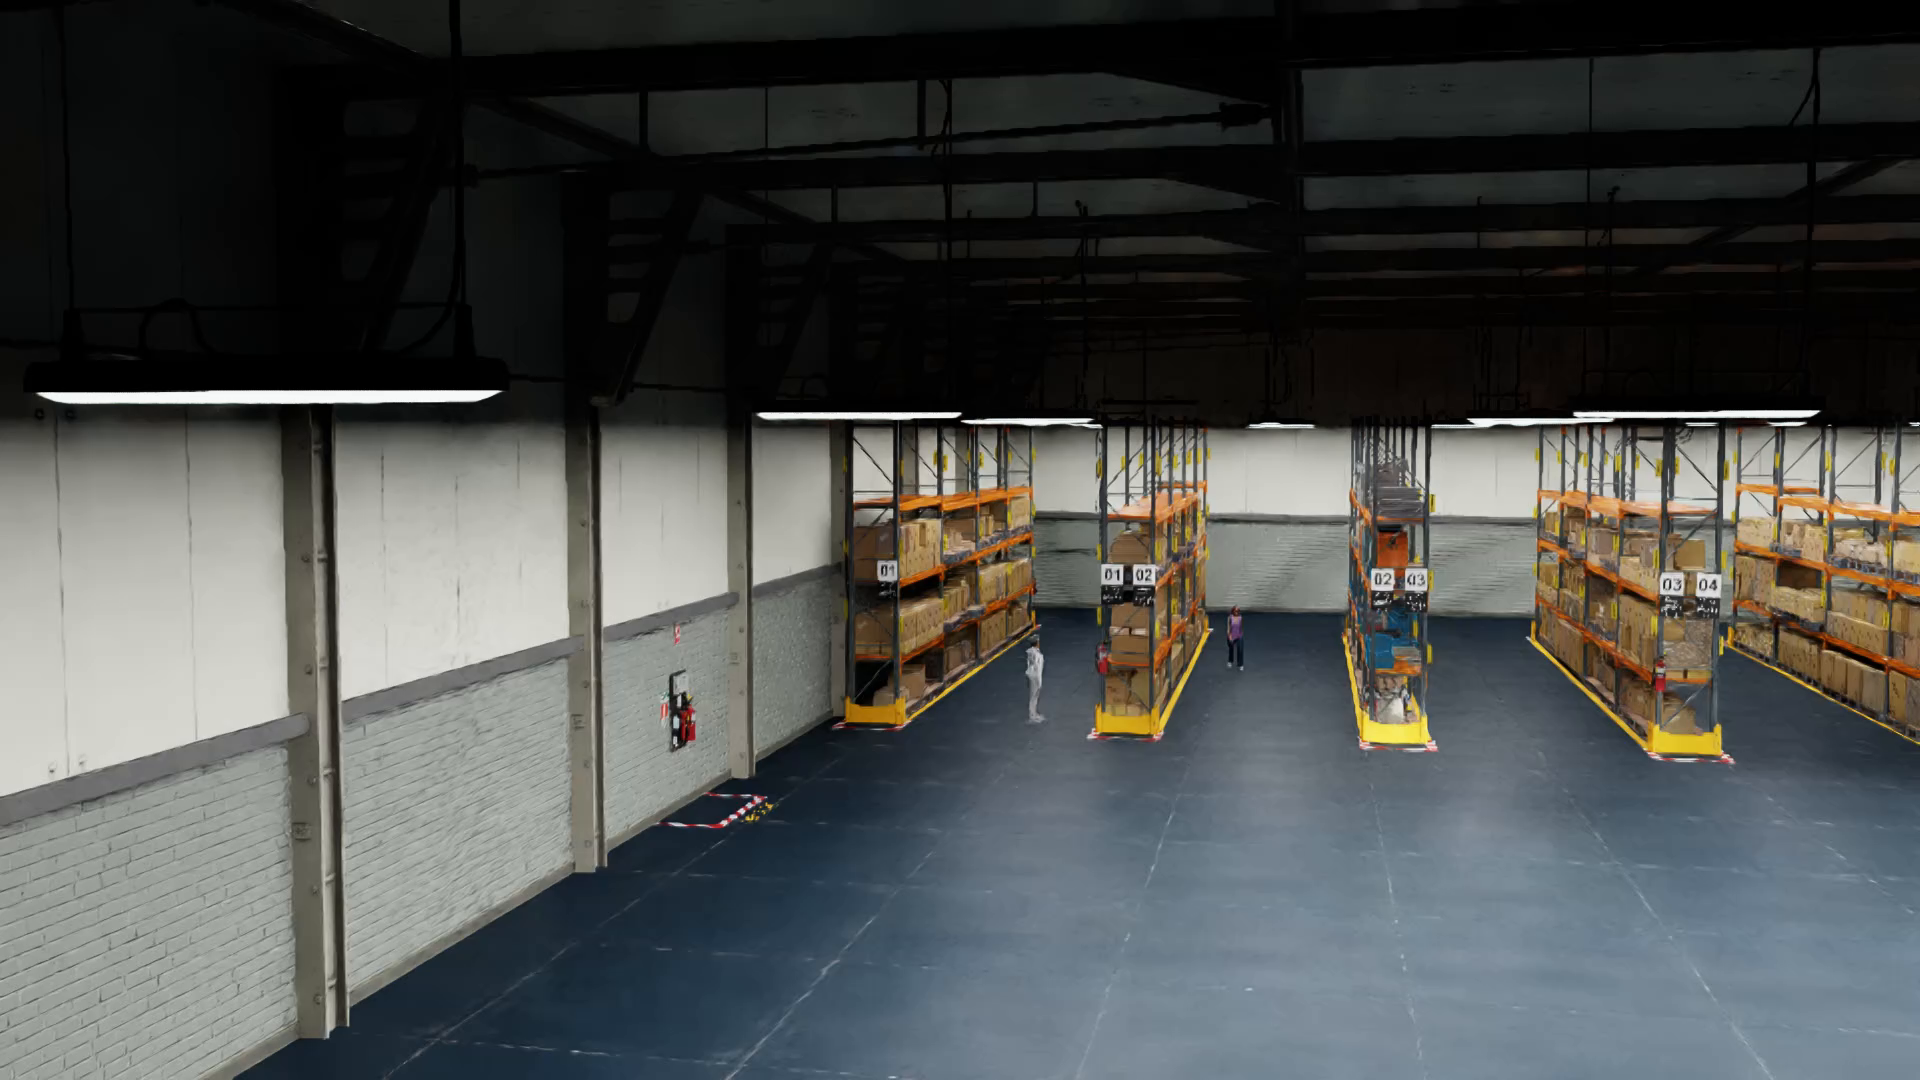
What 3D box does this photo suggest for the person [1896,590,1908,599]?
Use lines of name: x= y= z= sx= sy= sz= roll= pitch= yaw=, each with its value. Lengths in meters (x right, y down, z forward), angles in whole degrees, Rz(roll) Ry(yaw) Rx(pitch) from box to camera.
person: x=23.824 y=2.011 z=42.192 sx=0.474 sy=1.787 sz=0.637 roll=0 pitch=4 yaw=7

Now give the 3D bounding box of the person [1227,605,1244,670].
person: x=6.549 y=2.306 z=39.608 sx=0.411 sy=1.533 sz=0.957 roll=0 pitch=4 yaw=3

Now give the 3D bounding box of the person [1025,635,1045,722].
person: x=1.499 y=2.699 z=32.628 sx=0.406 sy=1.677 sz=0.532 roll=-1 pitch=4 yaw=-19
